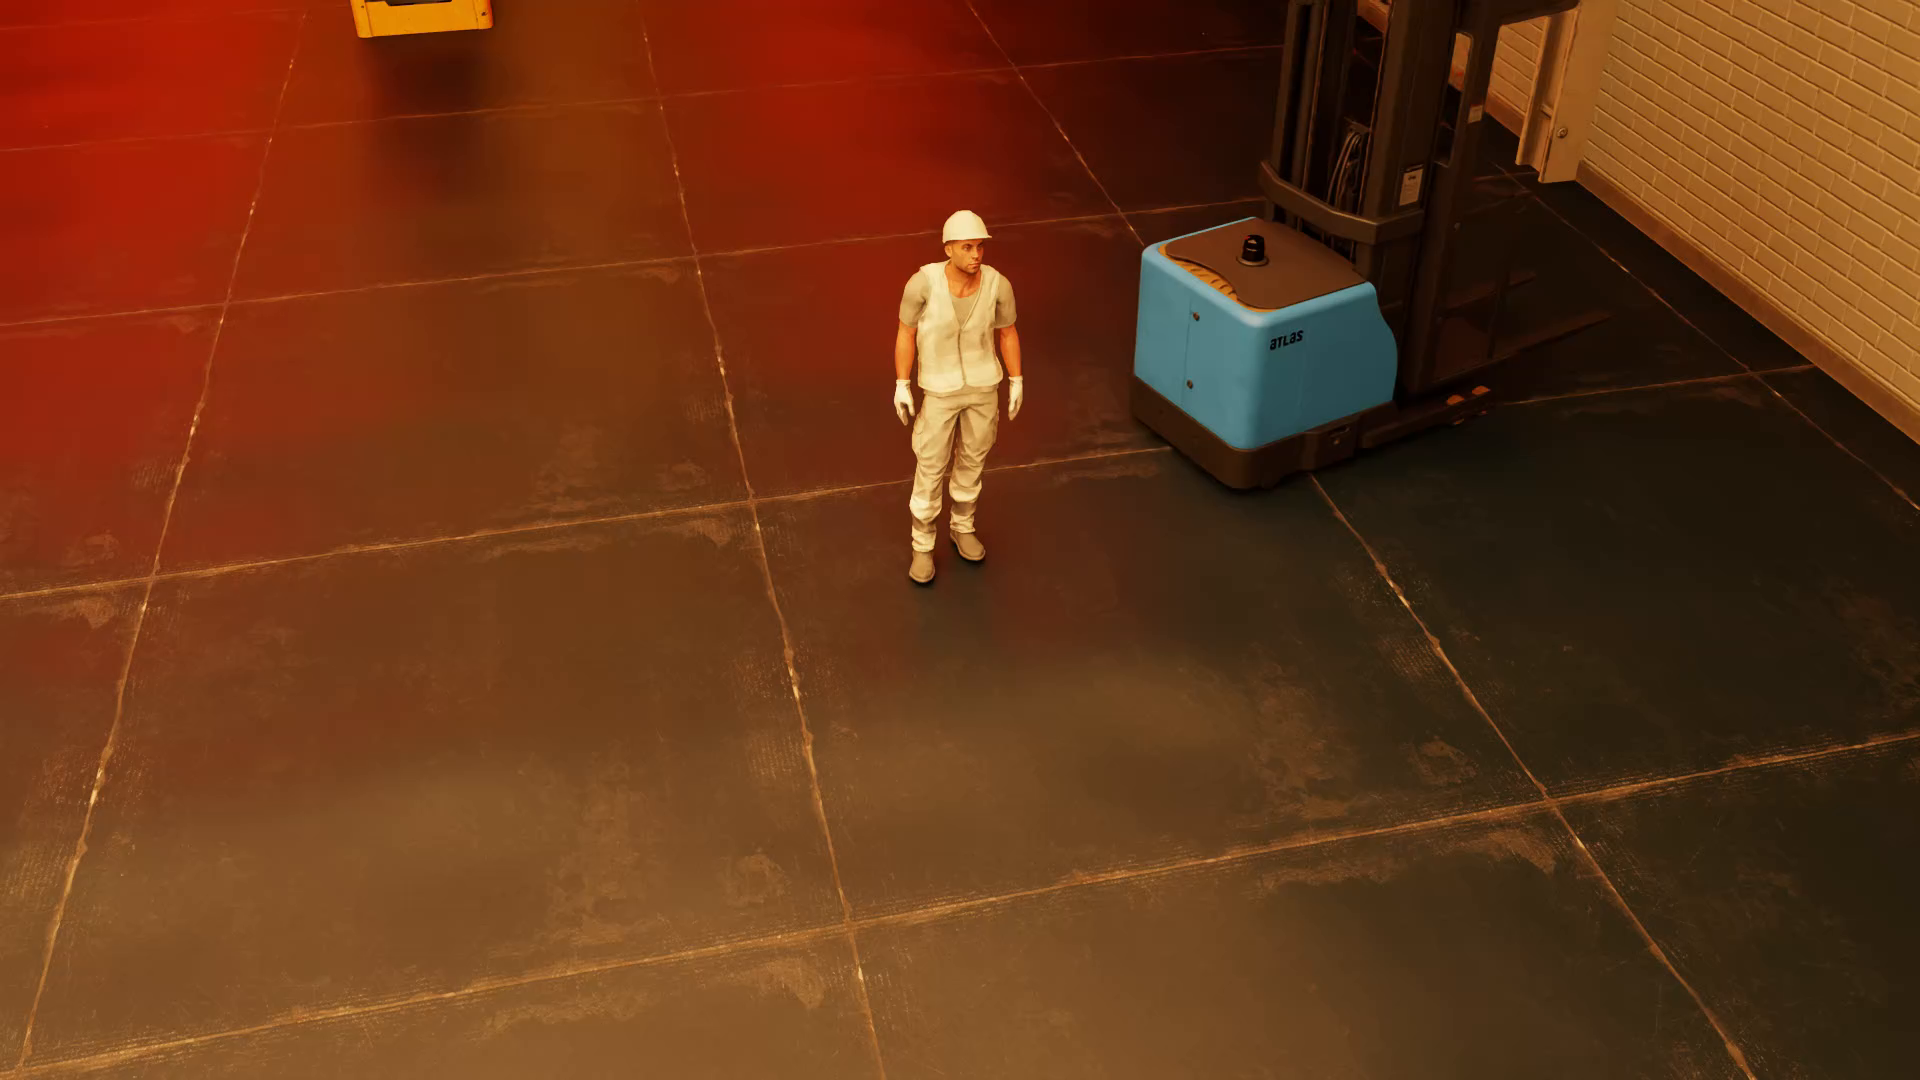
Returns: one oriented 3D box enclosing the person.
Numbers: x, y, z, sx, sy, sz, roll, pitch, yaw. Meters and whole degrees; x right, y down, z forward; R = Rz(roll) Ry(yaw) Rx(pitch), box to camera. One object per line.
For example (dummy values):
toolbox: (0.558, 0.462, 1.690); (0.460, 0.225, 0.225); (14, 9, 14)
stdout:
person: (0.006, -0.685, 7.967); (0.638, 1.787, 0.564); (-8, 36, -11)

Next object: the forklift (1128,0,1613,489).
forklift: (2.490, -2.092, 8.958); (3.031, 2.935, 1.130); (-19, 40, -25)
